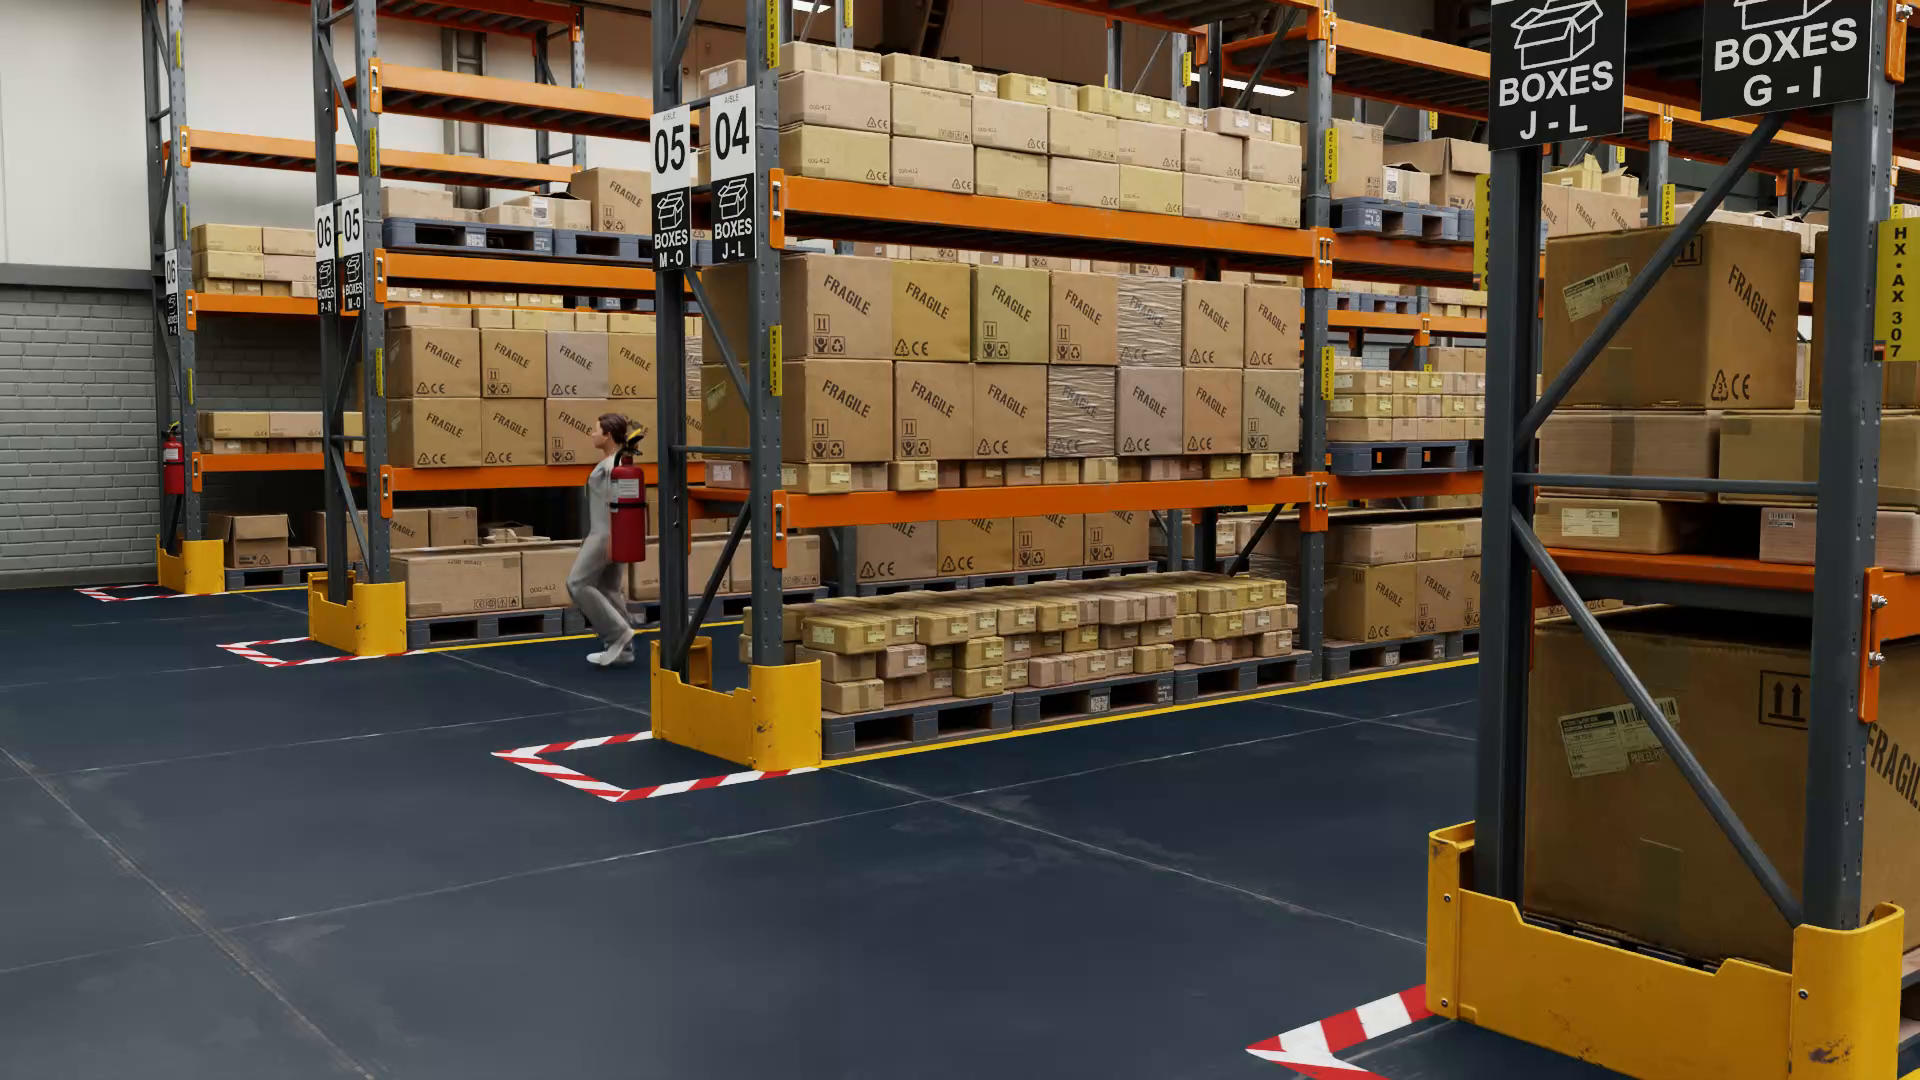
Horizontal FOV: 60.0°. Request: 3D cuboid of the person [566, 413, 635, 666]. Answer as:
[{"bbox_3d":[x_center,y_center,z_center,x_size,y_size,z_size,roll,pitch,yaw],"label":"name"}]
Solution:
[{"bbox_3d":[-2.359,-0.006,10.976,0.460,1.666,0.460,-1,4,-9],"label":"person"}]
